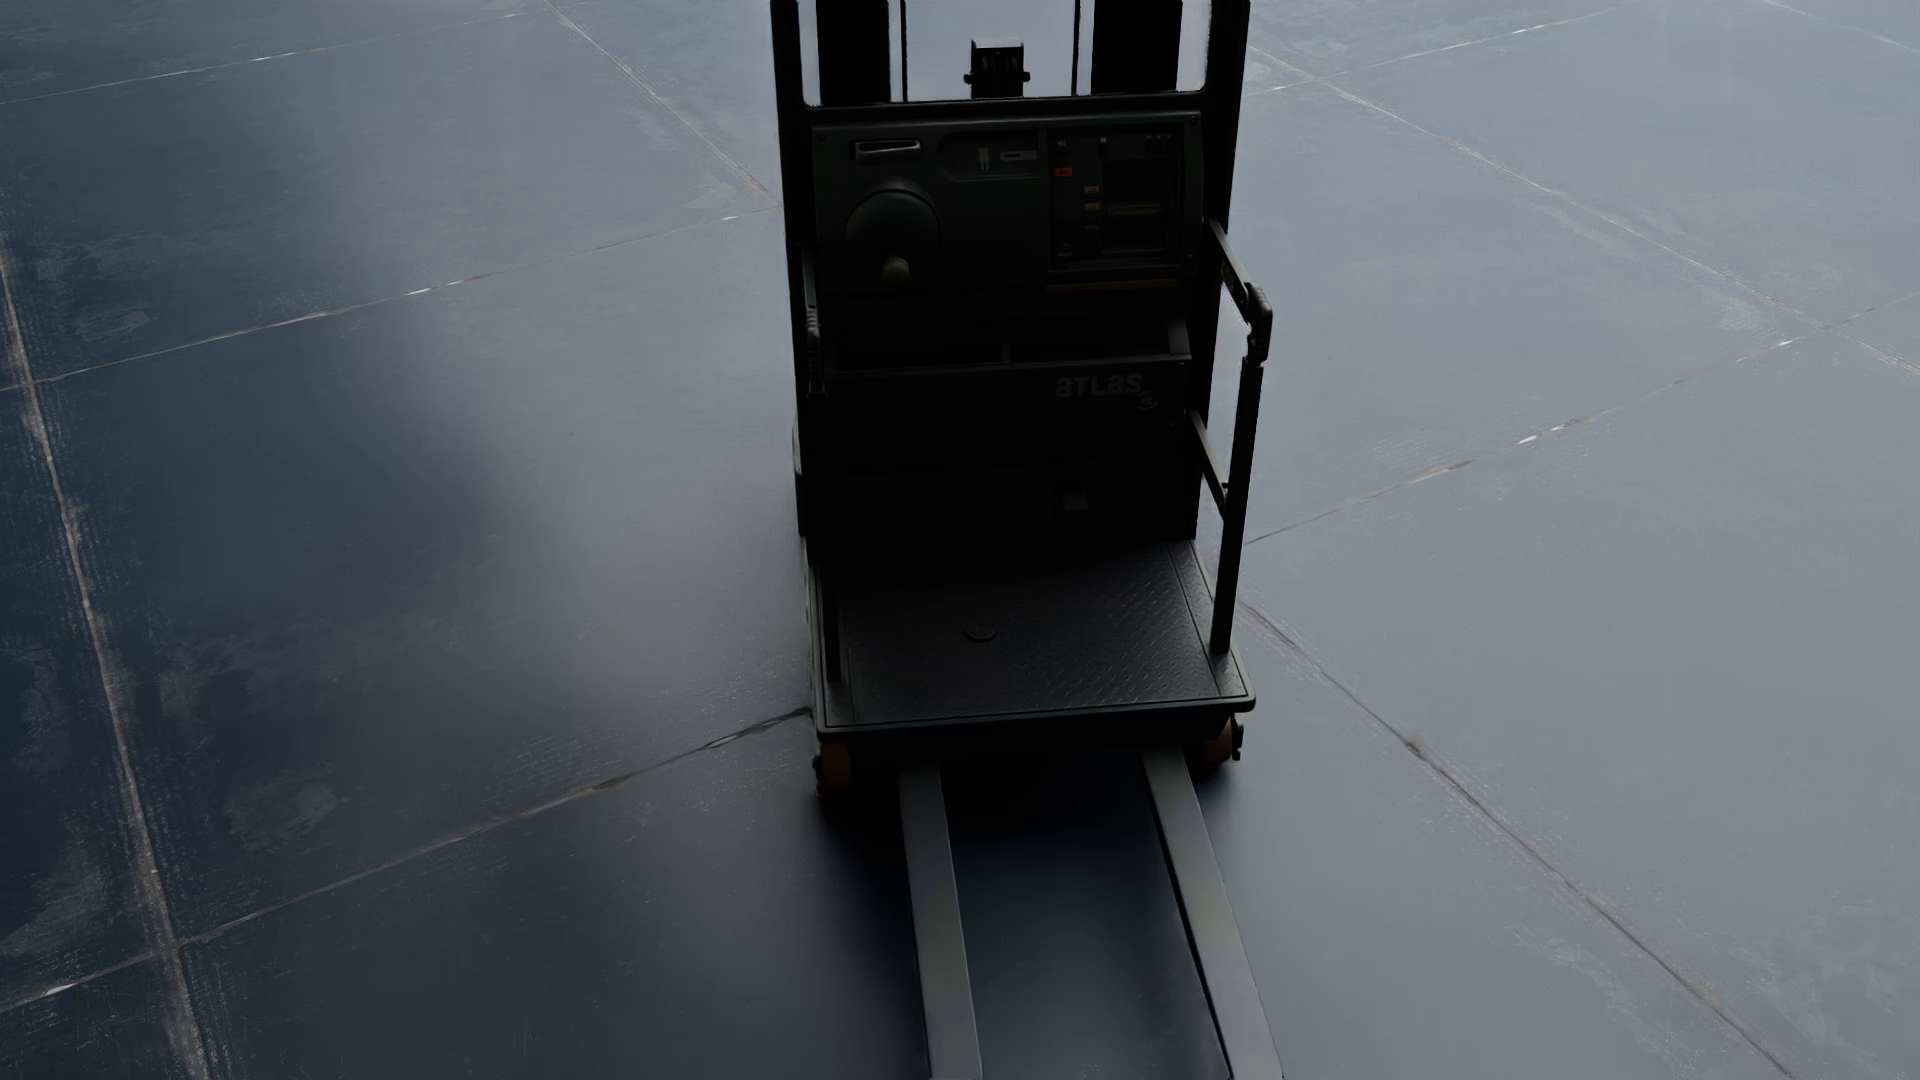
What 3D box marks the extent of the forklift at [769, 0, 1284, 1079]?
[{"bbox_3d":[0.143,-0.743,3.782,1.130,2.935,3.031,-4,36,-5],"label":"forklift"}]
